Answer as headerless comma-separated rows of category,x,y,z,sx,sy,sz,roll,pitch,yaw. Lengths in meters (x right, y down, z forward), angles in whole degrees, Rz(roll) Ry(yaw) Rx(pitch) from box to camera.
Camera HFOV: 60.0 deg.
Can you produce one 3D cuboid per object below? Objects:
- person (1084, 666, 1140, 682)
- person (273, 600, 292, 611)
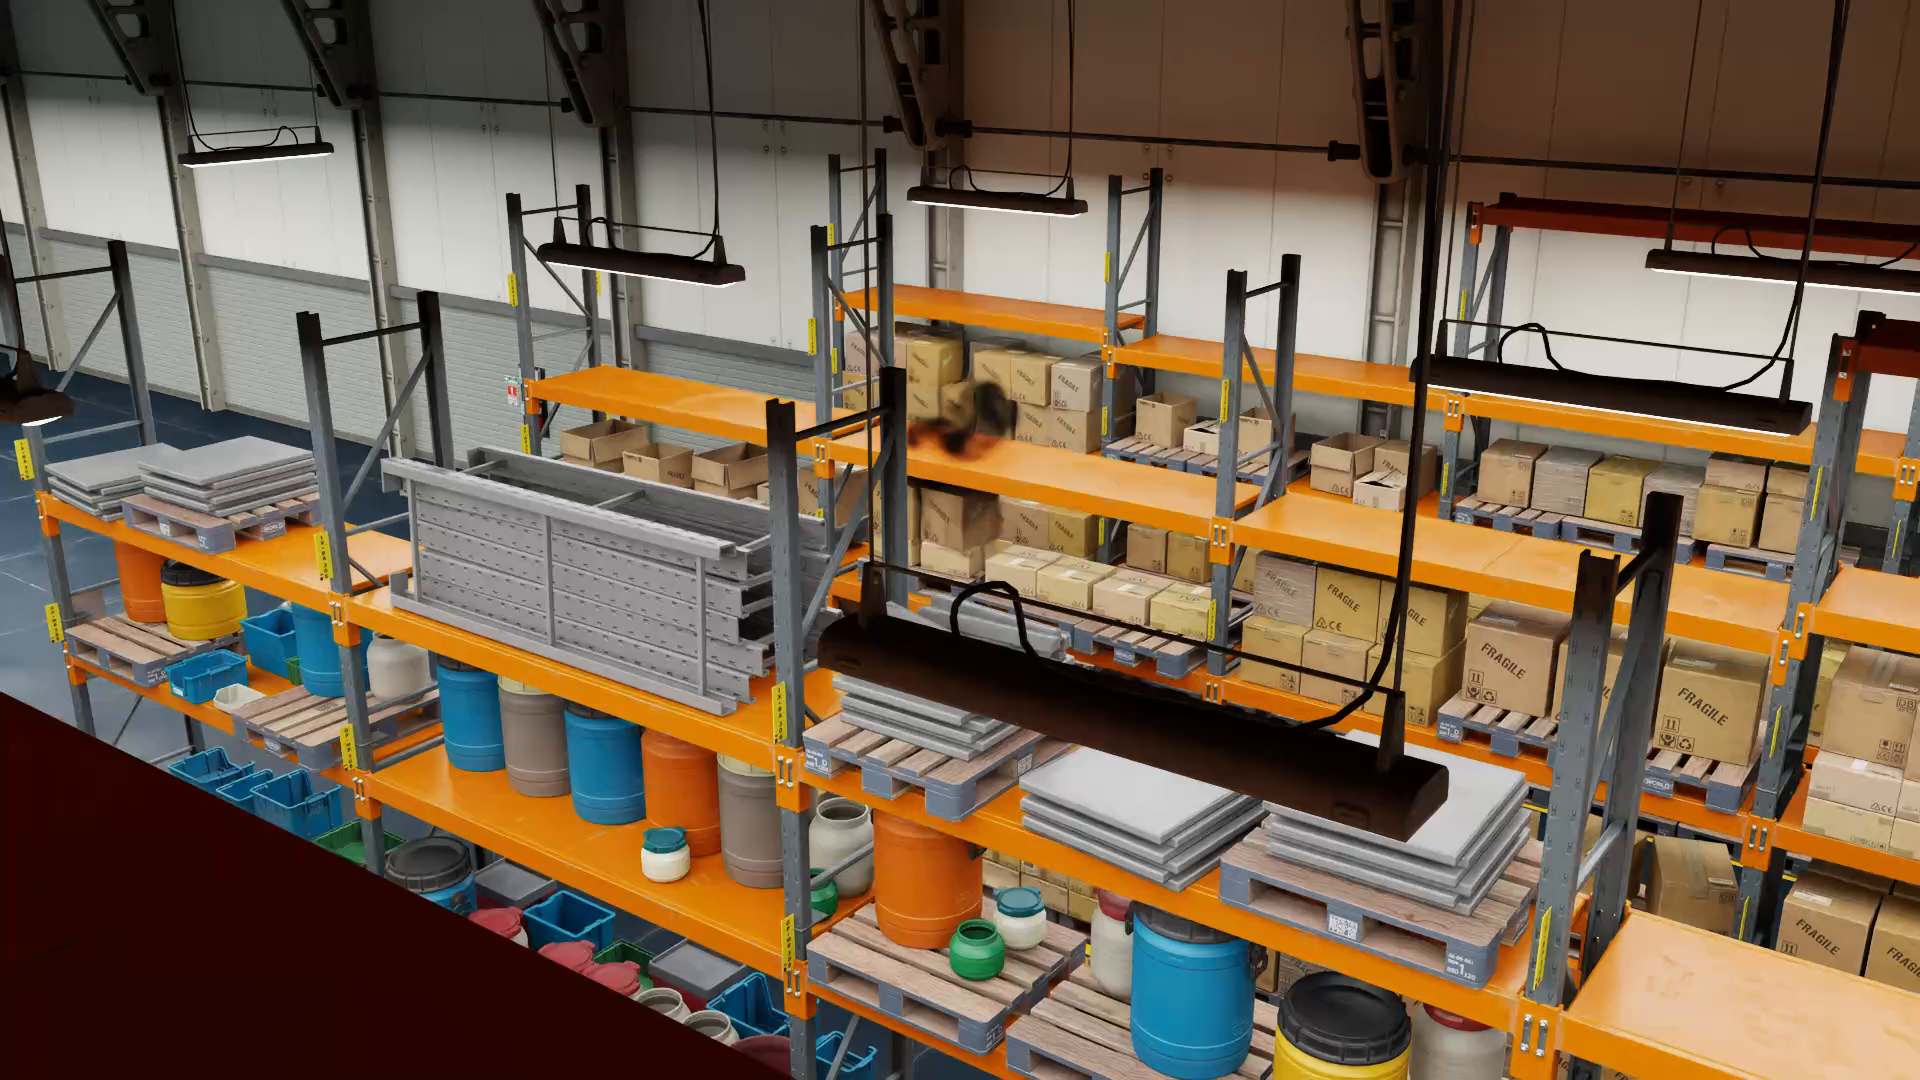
person,1.522,1.577,16.883,0.650,1.763,0.704,11,21,29
person,-7.231,1.433,18.184,0.941,1.641,0.607,-10,21,-28
